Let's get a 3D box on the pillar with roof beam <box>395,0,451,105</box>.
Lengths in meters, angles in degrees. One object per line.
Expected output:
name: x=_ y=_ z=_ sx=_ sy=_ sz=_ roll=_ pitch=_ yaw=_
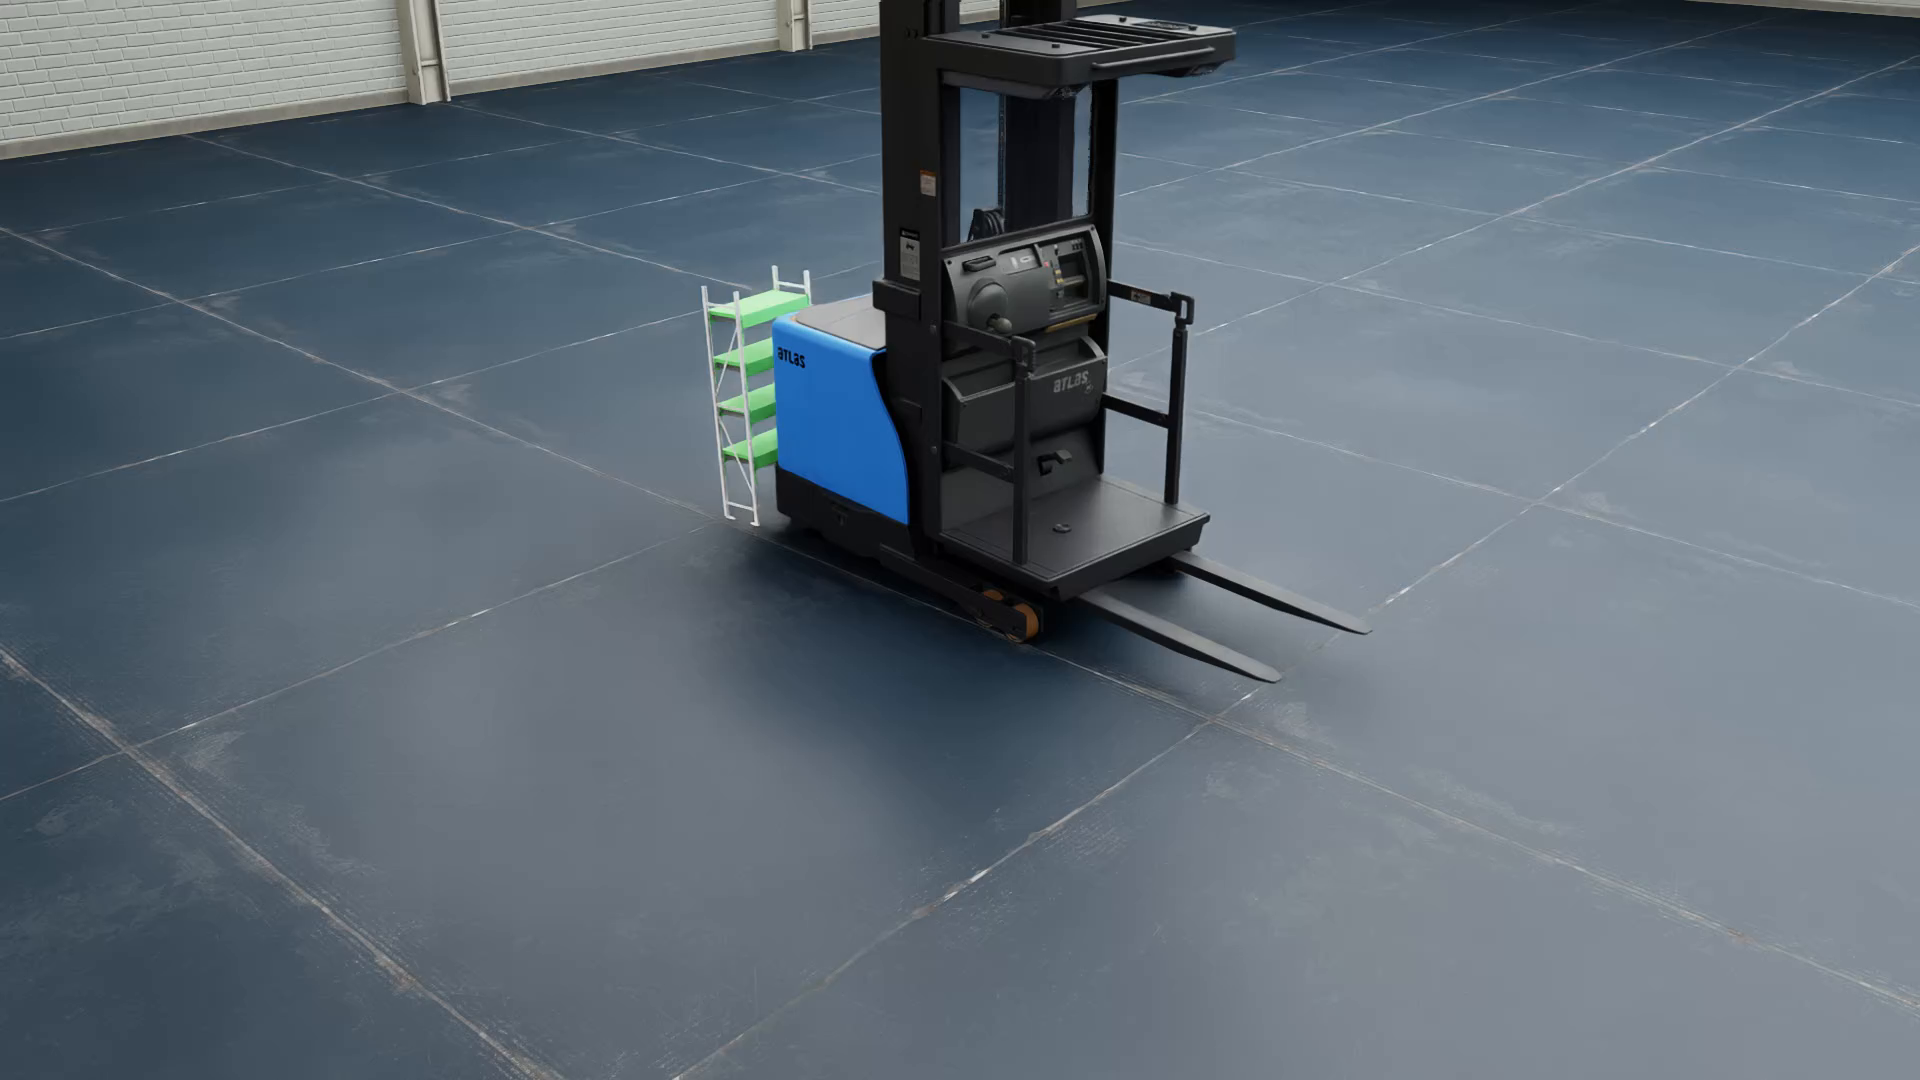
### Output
pillar with roof beam: x=-3.187 y=-8.221 z=15.586 sx=9.100 sy=9.000 sz=0.400 roll=20 pitch=31 yaw=38

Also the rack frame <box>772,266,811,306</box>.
rack frame: x=-0.827 y=-0.806 z=8.566 sx=0.240 sy=1.200 sz=0.015 roll=15 pitch=28 yaw=36

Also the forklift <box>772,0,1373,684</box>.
forklift: x=0.441 y=-1.127 z=7.180 sx=1.130 sy=2.935 sz=3.031 roll=-21 pitch=31 yaw=-38

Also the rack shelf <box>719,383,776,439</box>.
rack shelf: x=-0.976 y=-0.669 z=8.415 sx=0.258 sy=0.148 sz=0.480 roll=15 pitch=28 yaw=36

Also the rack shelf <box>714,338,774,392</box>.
rack shelf: x=-0.986 y=-0.891 z=8.325 sx=0.258 sy=0.148 sz=0.480 roll=15 pitch=28 yaw=36

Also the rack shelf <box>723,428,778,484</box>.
rack shelf: x=-0.966 y=-0.447 z=8.506 sx=0.258 sy=0.148 sz=0.480 roll=15 pitch=28 yaw=36

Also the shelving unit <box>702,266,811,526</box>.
shelving unit: x=-0.978 y=-0.728 z=8.391 sx=0.258 sy=1.200 sz=0.503 roll=15 pitch=28 yaw=36

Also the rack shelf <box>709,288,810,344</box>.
rack shelf: x=-0.995 y=-1.113 z=8.234 sx=0.258 sy=0.148 sz=0.480 roll=15 pitch=28 yaw=36

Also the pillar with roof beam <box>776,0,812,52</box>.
pillar with roof beam: x=0.818 y=-10.049 z=19.663 sx=9.100 sy=9.000 sz=0.400 roll=20 pitch=31 yaw=38

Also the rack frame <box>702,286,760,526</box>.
rack frame: x=-1.130 y=-0.650 z=8.217 sx=0.240 sy=1.200 sz=0.015 roll=15 pitch=28 yaw=36
